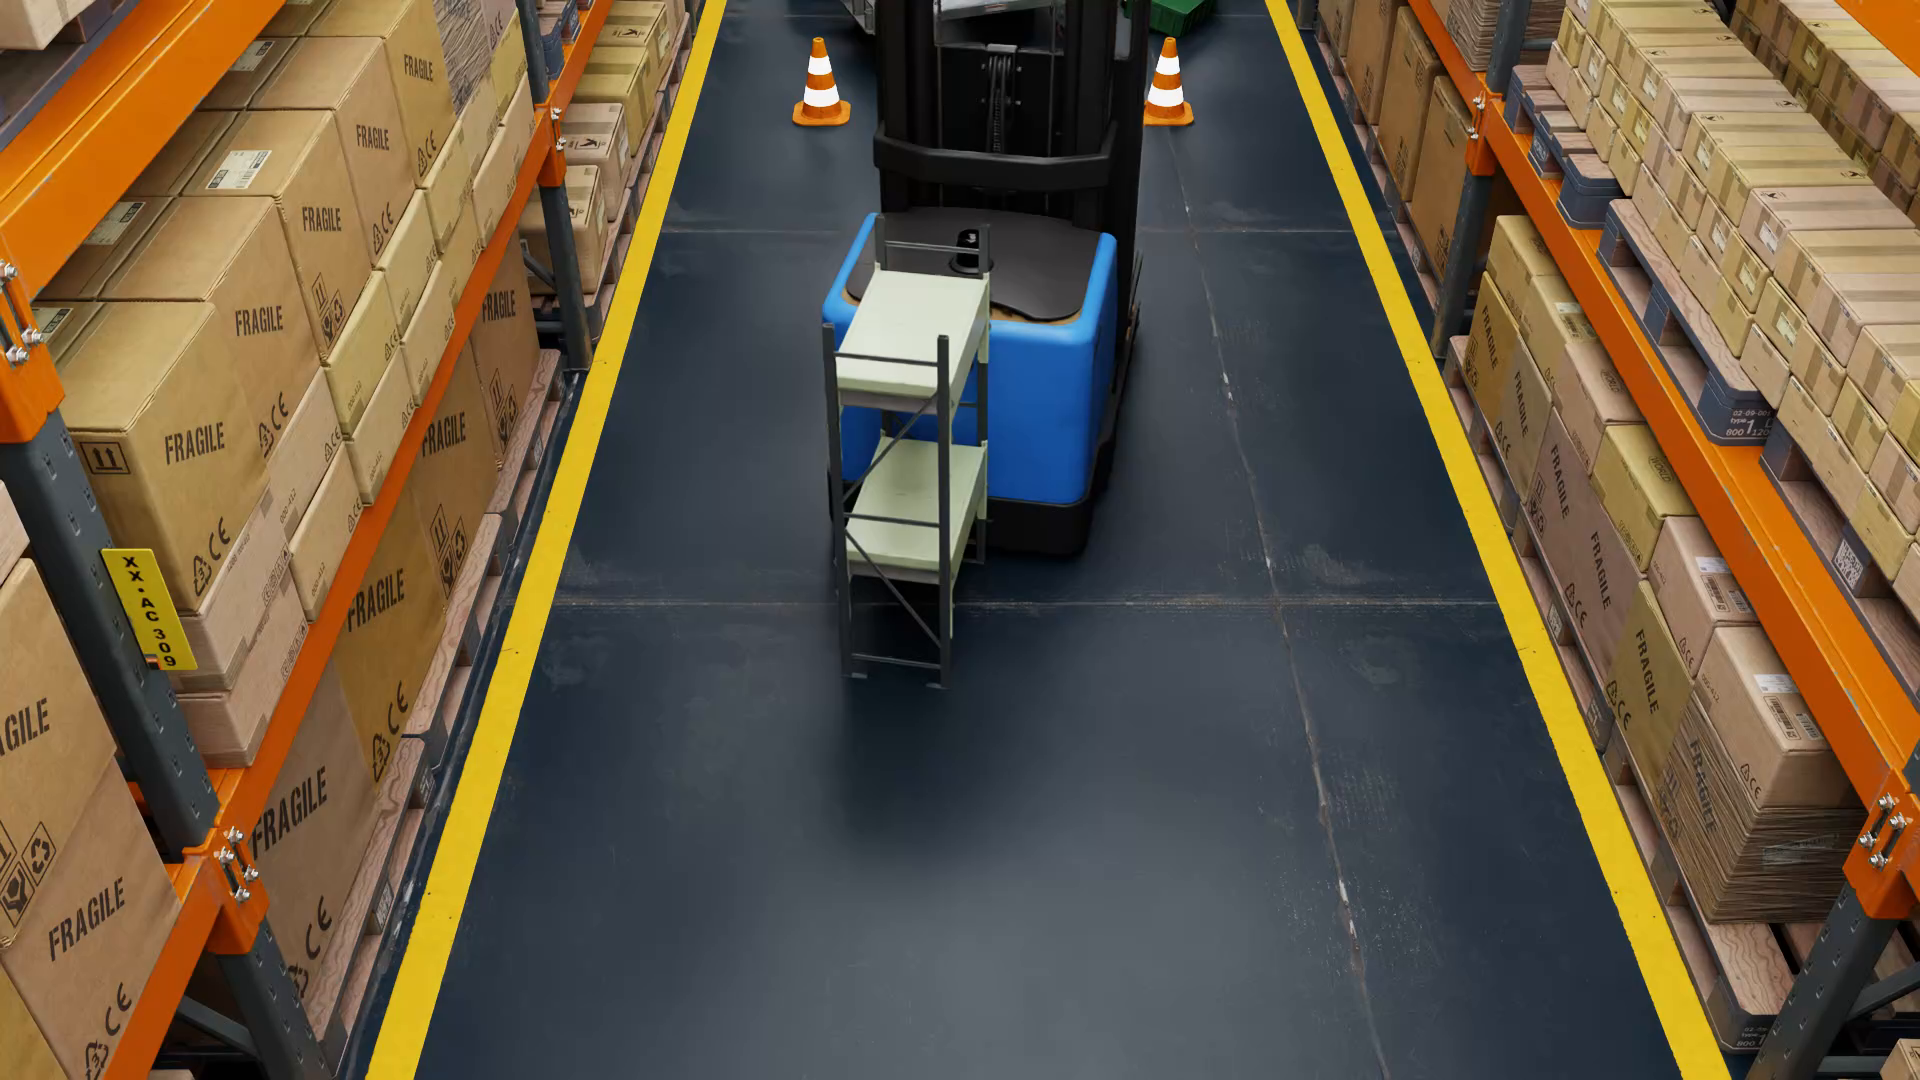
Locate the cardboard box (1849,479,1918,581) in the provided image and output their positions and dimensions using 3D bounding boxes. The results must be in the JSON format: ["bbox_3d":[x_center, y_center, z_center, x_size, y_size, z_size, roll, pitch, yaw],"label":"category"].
[{"bbox_3d":[2.534,-0.027,4.250,0.380,0.149,0.250,0,39,0],"label":"cardboard box"}]

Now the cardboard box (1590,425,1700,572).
[{"bbox_3d":[2.478,-0.149,5.601,0.500,0.250,0.500,-2,39,-2],"label":"cardboard box"}]

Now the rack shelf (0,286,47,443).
[{"bbox_3d":[-2.214,0.877,1.433,1.077,0.370,4.000,0,39,0],"label":"rack shelf"}]

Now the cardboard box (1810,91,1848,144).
[{"bbox_3d":[3.190,-1.437,5.772,0.380,0.149,0.250,0,39,0],"label":"cardboard box"}]

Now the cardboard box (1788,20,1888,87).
[{"bbox_3d":[3.187,-1.723,5.891,0.380,0.149,0.250,1,39,1],"label":"cardboard box"}]

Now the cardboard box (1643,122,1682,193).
[{"bbox_3d":[2.535,-1.281,5.577,0.380,0.149,0.250,0,39,0],"label":"cardboard box"}]

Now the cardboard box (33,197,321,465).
[{"bbox_3d":[-1.957,-0.506,4.104,0.500,0.500,0.500,0,39,0],"label":"cardboard box"}]

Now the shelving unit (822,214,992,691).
[{"bbox_3d":[-0.164,-0.289,5.911,0.431,1.500,0.755,7,39,8],"label":"shelving unit"}]

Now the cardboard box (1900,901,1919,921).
[{"bbox_3d":[2.998,0.799,5.018,0.500,0.500,0.500,1,39,2],"label":"cardboard box"}]

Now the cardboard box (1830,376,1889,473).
[{"bbox_3d":[2.537,-0.301,4.354,0.380,0.149,0.250,2,39,2],"label":"cardboard box"}]

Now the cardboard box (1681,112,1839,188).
[{"bbox_3d":[2.539,-1.239,5.287,0.380,0.149,0.250,1,39,1],"label":"cardboard box"}]

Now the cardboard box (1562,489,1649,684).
[{"bbox_3d":[2.485,0.157,5.819,0.500,0.500,0.500,-1,39,-1],"label":"cardboard box"}]

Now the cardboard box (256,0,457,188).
[{"bbox_3d":[-1.956,-1.460,5.293,0.500,0.500,0.500,0,39,0],"label":"cardboard box"}]

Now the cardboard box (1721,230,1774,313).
[{"bbox_3d":[2.531,-0.805,4.984,0.380,0.149,0.250,0,39,0],"label":"cardboard box"}]

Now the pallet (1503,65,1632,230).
[{"bbox_3d":[2.837,-1.531,6.416,1.213,0.211,1.003,0,39,0],"label":"pallet"}]

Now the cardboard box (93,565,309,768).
[{"bbox_3d":[-1.953,0.299,4.098,0.500,0.250,0.500,-1,39,-1],"label":"cardboard box"}]

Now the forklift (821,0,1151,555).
[{"bbox_3d":[0.249,-2.010,6.914,1.130,2.935,3.031,7,39,8],"label":"forklift"}]

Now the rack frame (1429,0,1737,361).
[{"bbox_3d":[2.729,-2.052,6.912,1.000,3.000,0.127,0,39,0],"label":"rack frame"}]

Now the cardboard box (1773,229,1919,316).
[{"bbox_3d":[2.541,-0.747,4.673,0.380,0.149,0.250,-1,39,-2],"label":"cardboard box"}]

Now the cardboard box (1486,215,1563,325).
[{"bbox_3d":[2.488,-1.102,6.789,0.500,0.250,0.500,-2,39,-2],"label":"cardboard box"}]

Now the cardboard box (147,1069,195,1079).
[{"bbox_3d":[-2.323,1.745,3.887,0.875,0.438,0.875,-1,39,-1],"label":"cardboard box"}]

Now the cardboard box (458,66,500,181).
[{"bbox_3d":[-1.962,-1.498,5.941,0.500,0.250,0.500,-1,39,-1],"label":"cardboard box"}]

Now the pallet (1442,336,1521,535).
[{"bbox_3d":[2.729,-0.475,7.174,1.003,0.211,1.213,0,39,0],"label":"pallet"}]

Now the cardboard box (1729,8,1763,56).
[{"bbox_3d":[3.185,-1.925,6.381,0.380,0.149,0.250,1,39,1],"label":"cardboard box"}]

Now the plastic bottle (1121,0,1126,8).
[{"bbox_3d":[1.215,-3.578,11.166,0.133,0.061,0.283,-20,43,-23],"label":"plastic bottle"}]

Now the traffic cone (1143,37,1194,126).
[{"bbox_3d":[1.216,-2.724,9.779,0.336,0.463,0.334,0,39,0],"label":"traffic cone"}]

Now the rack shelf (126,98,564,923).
[{"bbox_3d":[-2.218,-0.454,5.493,1.077,0.370,4.000,0,39,0],"label":"rack shelf"}]

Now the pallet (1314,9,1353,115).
[{"bbox_3d":[2.801,-2.983,10.303,1.003,0.211,1.213,0,39,0],"label":"pallet"}]

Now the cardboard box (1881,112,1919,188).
[{"bbox_3d":[3.188,-1.235,5.282,0.380,0.149,0.250,2,39,2],"label":"cardboard box"}]

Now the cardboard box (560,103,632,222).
[{"bbox_3d":[-2.220,-1.938,8.536,0.950,0.372,0.625,-1,39,-1],"label":"cardboard box"}]

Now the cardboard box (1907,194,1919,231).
[{"bbox_3d":[3.189,-0.957,5.173,0.380,0.149,0.250,-1,39,-1],"label":"cardboard box"}]

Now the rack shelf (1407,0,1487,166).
[{"bbox_3d":[2.727,-3.022,8.697,1.077,0.370,4.000,0,39,0],"label":"rack shelf"}]

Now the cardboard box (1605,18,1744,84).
[{"bbox_3d":[2.535,-1.739,5.911,0.380,0.149,0.250,0,39,0],"label":"cardboard box"}]

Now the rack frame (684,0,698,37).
[{"bbox_3d":[-2.225,-4.487,9.950,1.000,3.000,0.127,0,39,0],"label":"rack frame"}]

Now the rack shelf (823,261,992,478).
[{"bbox_3d":[-0.164,-0.593,5.667,0.431,0.370,0.720,7,39,8],"label":"rack shelf"}]

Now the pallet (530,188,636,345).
[{"bbox_3d":[-2.220,-1.386,8.310,1.003,0.211,1.213,0,39,0],"label":"pallet"}]

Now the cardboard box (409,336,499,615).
[{"bbox_3d":[-2.306,-0.330,6.126,0.875,0.875,0.875,0,39,1],"label":"cardboard box"}]

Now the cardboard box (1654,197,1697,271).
[{"bbox_3d":[2.531,-1.009,5.475,0.380,0.149,0.250,0,39,1],"label":"cardboard box"}]

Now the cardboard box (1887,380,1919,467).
[{"bbox_3d":[2.537,-0.267,4.074,0.380,0.149,0.250,-1,39,-1],"label":"cardboard box"}]

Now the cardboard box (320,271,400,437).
[{"bbox_3d":[-1.937,-0.537,4.742,0.500,0.250,0.500,0,39,1],"label":"cardboard box"}]

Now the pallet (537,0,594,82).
[{"bbox_3d":[-2.328,-2.356,7.444,1.213,0.211,1.003,0,39,0],"label":"pallet"}]

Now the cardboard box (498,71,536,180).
[{"bbox_3d":[-1.960,-1.611,6.481,0.500,0.250,0.500,-1,39,-2],"label":"cardboard box"}]

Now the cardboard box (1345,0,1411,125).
[{"bbox_3d":[2.813,-2.848,9.368,1.050,0.750,0.750,0,39,0],"label":"cardboard box"}]

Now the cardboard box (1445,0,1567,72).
[{"bbox_3d":[2.460,-2.372,7.232,0.500,0.500,0.500,0,39,0],"label":"cardboard box"}]

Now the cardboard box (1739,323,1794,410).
[{"bbox_3d":[2.530,-0.514,4.857,0.380,0.149,0.250,-2,39,-2],"label":"cardboard box"}]

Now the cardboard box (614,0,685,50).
[{"bbox_3d":[-2.222,-3.297,10.231,0.950,0.372,0.625,0,39,1],"label":"cardboard box"}]

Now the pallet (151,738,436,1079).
[{"bbox_3d":[-2.292,1.122,5.181,1.003,0.211,1.213,0,39,0],"label":"pallet"}]

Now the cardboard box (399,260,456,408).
[{"bbox_3d":[-1.931,-0.657,5.291,0.500,0.250,0.500,-1,39,-1],"label":"cardboard box"}]

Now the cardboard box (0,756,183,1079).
[{"bbox_3d":[-1.960,0.767,3.314,0.500,0.500,0.500,0,39,0],"label":"cardboard box"}]

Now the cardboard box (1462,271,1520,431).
[{"bbox_3d":[2.475,-0.798,7.010,0.500,0.500,0.500,-2,39,-2],"label":"cardboard box"}]

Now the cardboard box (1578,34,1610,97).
[{"bbox_3d":[2.531,-1.762,6.177,0.380,0.149,0.250,2,39,2],"label":"cardboard box"}]

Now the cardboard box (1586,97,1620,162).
[{"bbox_3d":[2.529,-1.501,6.090,0.380,0.149,0.250,2,39,2],"label":"cardboard box"}]
